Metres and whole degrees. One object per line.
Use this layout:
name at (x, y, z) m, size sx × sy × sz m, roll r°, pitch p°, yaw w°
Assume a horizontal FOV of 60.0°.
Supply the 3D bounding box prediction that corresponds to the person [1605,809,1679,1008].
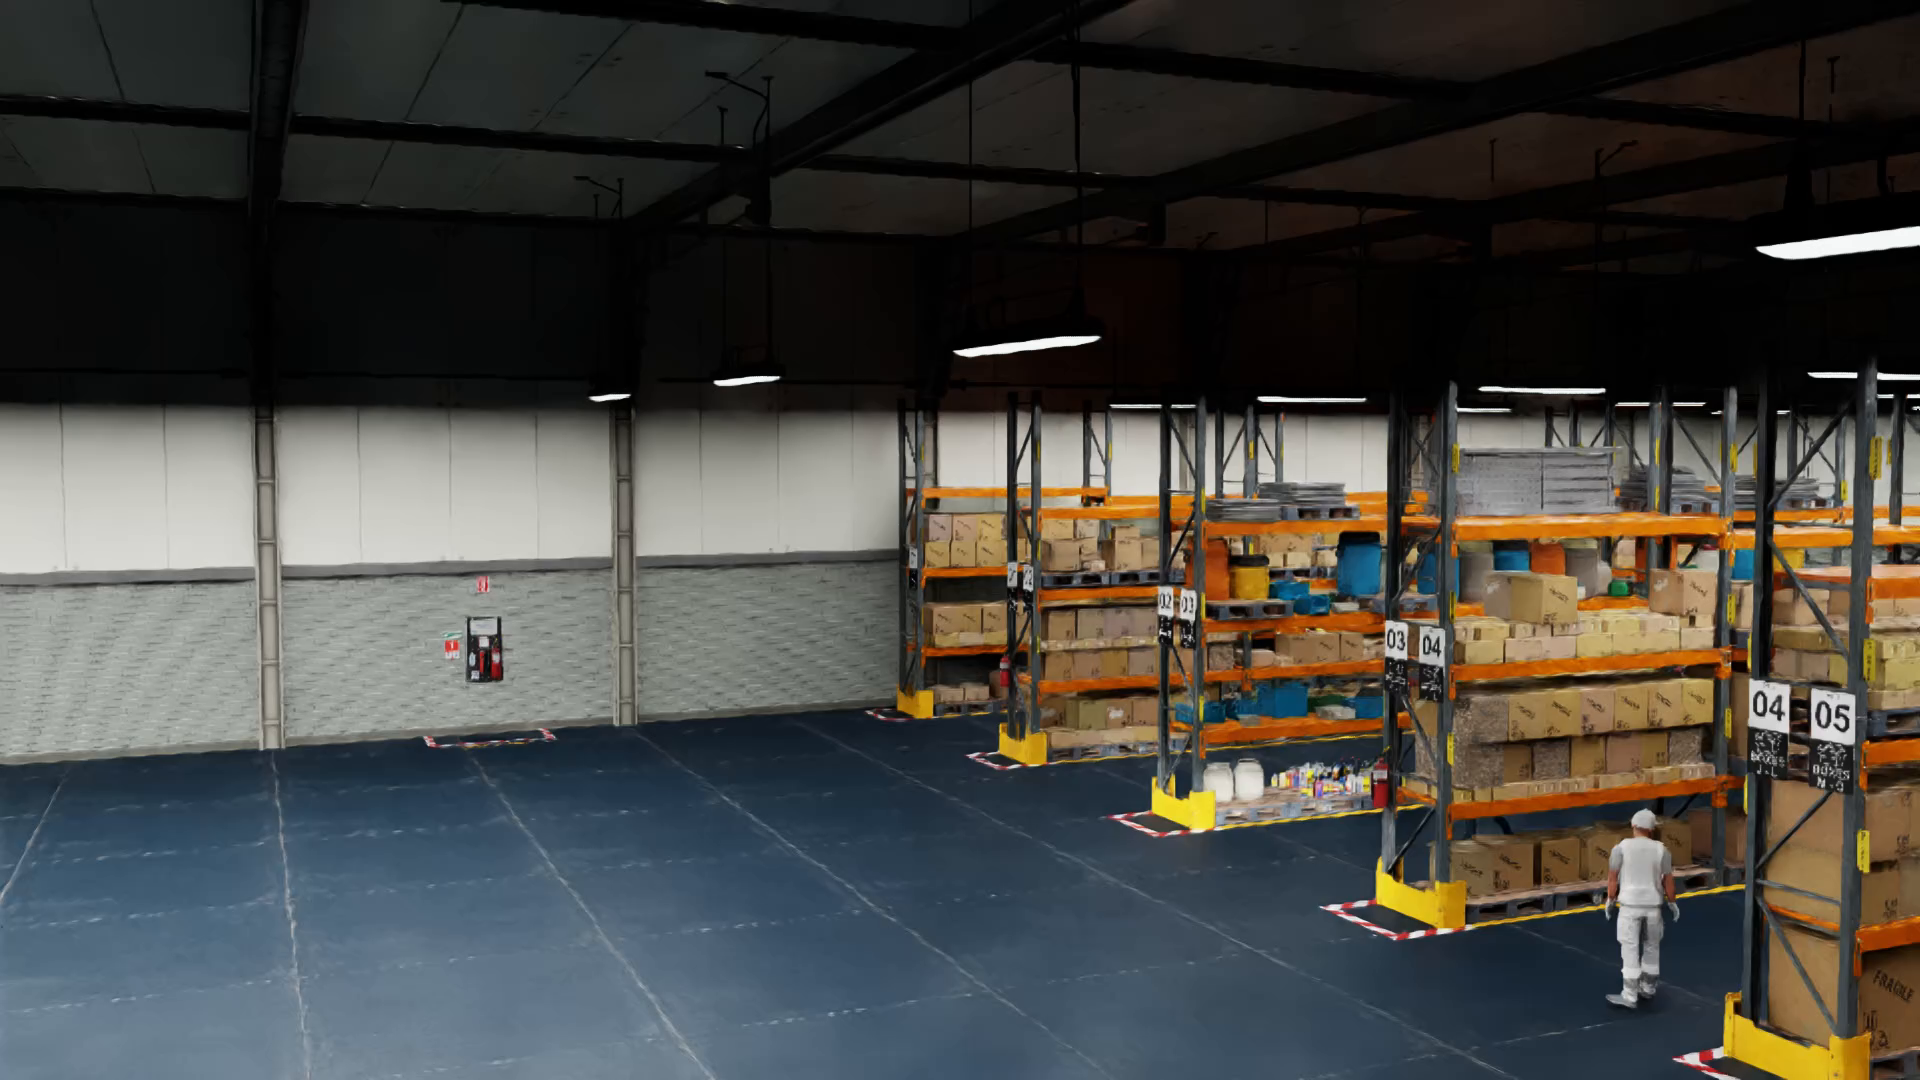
person at (6.284, 3.357, 15.331) m, size 0.653 × 1.786 × 0.570 m, roll 0°, pitch 3°, yaw 5°

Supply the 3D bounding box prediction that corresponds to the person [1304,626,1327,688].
person at (7.082, 2.346, 33.399) m, size 1.033 × 1.708 × 0.571 m, roll -2°, pitch 4°, yaw -31°

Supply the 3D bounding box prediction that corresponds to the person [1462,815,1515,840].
person at (6.619, 3.160, 20.900) m, size 0.949 × 1.540 × 0.430 m, roll -2°, pitch 4°, yaw -25°
